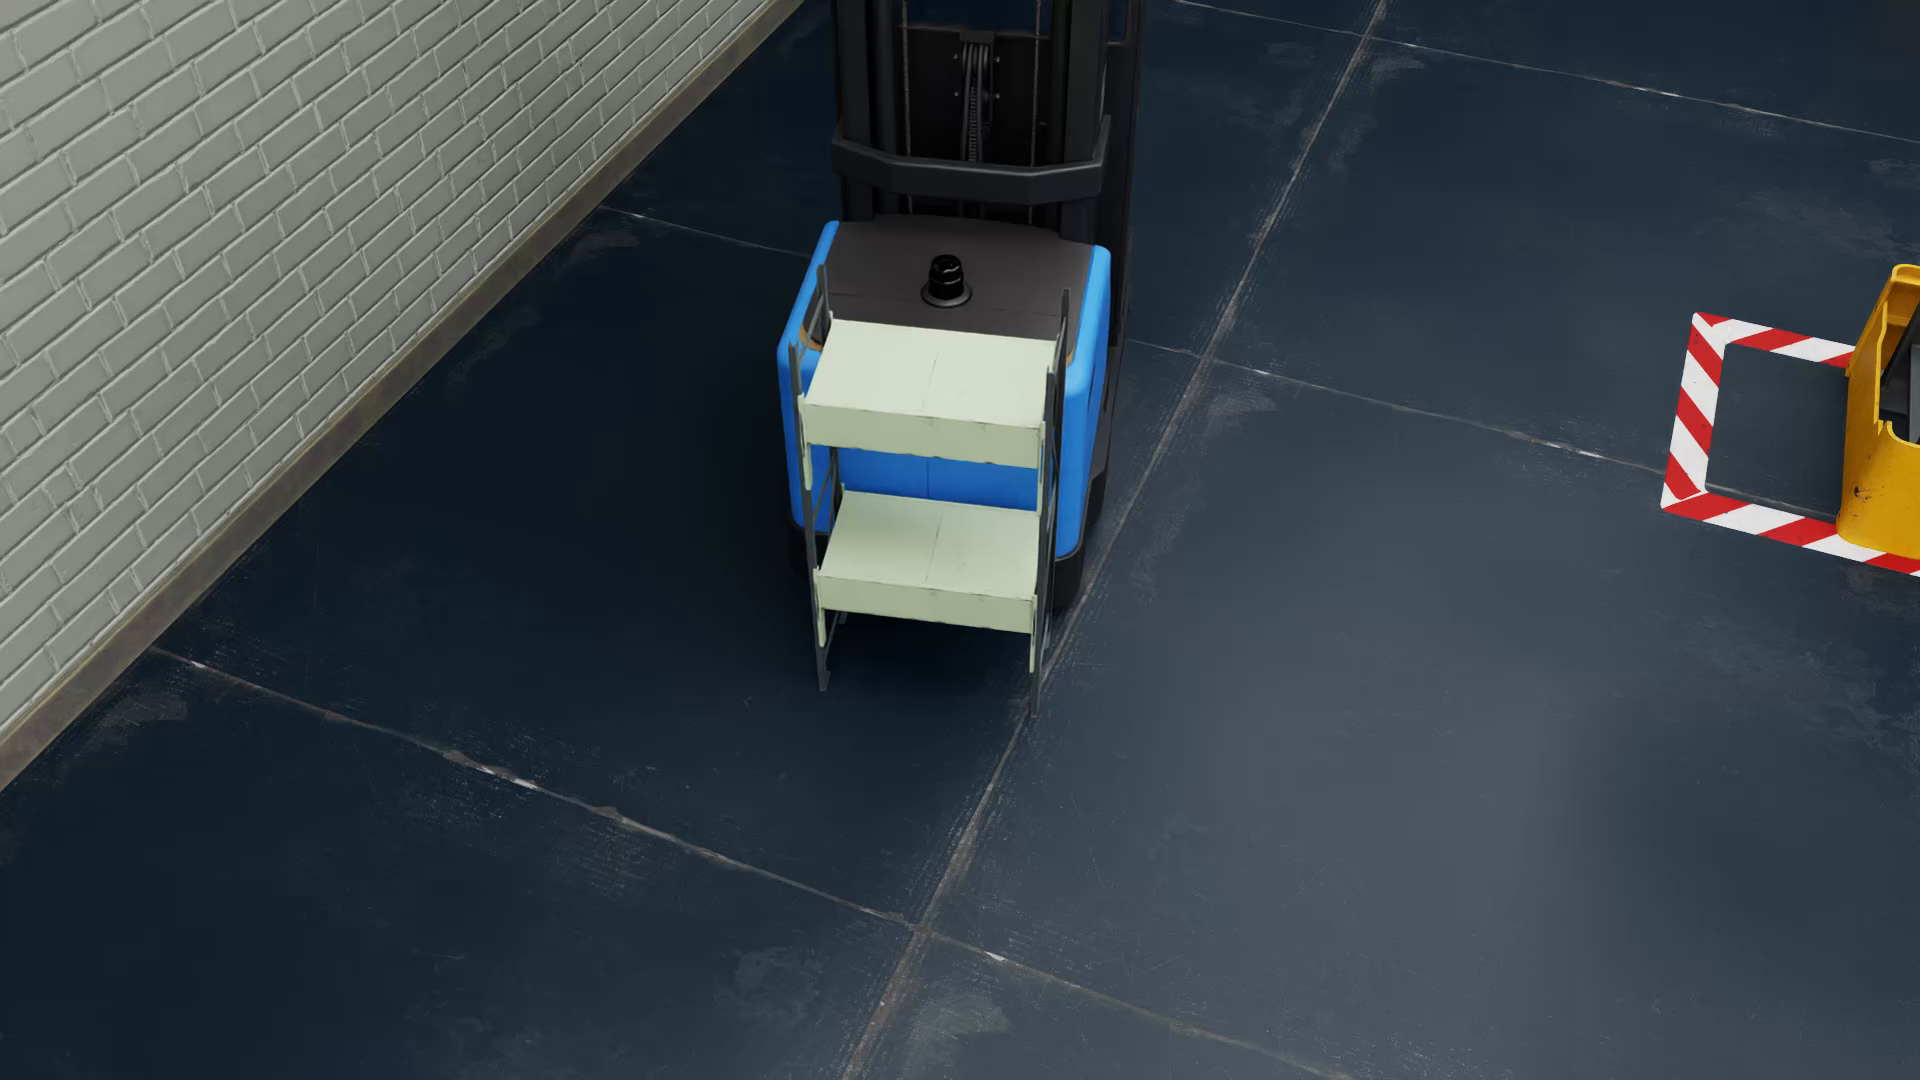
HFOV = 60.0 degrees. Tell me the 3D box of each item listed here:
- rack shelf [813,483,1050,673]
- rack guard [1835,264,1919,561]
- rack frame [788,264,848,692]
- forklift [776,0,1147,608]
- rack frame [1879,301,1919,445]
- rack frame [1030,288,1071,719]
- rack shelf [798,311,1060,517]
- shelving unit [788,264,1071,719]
[{"bbox_3d":[-0.080,0.123,5.525,0.720,0.370,0.431,7,45,7],"label":"rack shelf"},{"bbox_3d":[3.674,-0.513,6.411,0.348,0.500,1.175,16,47,16],"label":"rack guard"},{"bbox_3d":[-0.442,-0.149,5.337,0.023,1.500,0.400,7,45,7],"label":"rack frame"},{"bbox_3d":[0.134,-1.849,6.030,1.130,2.935,3.031,7,45,7],"label":"forklift"},{"bbox_3d":[3.696,-1.393,5.523,0.127,3.000,1.000,16,47,16],"label":"rack frame"},{"bbox_3d":[0.281,-0.066,5.253,0.023,1.500,0.400,7,45,7],"label":"rack frame"},{"bbox_3d":[-0.080,-0.385,5.020,0.720,0.370,0.431,7,45,7],"label":"rack shelf"},{"bbox_3d":[-0.080,-0.108,5.295,0.755,1.500,0.431,7,45,7],"label":"shelving unit"}]
